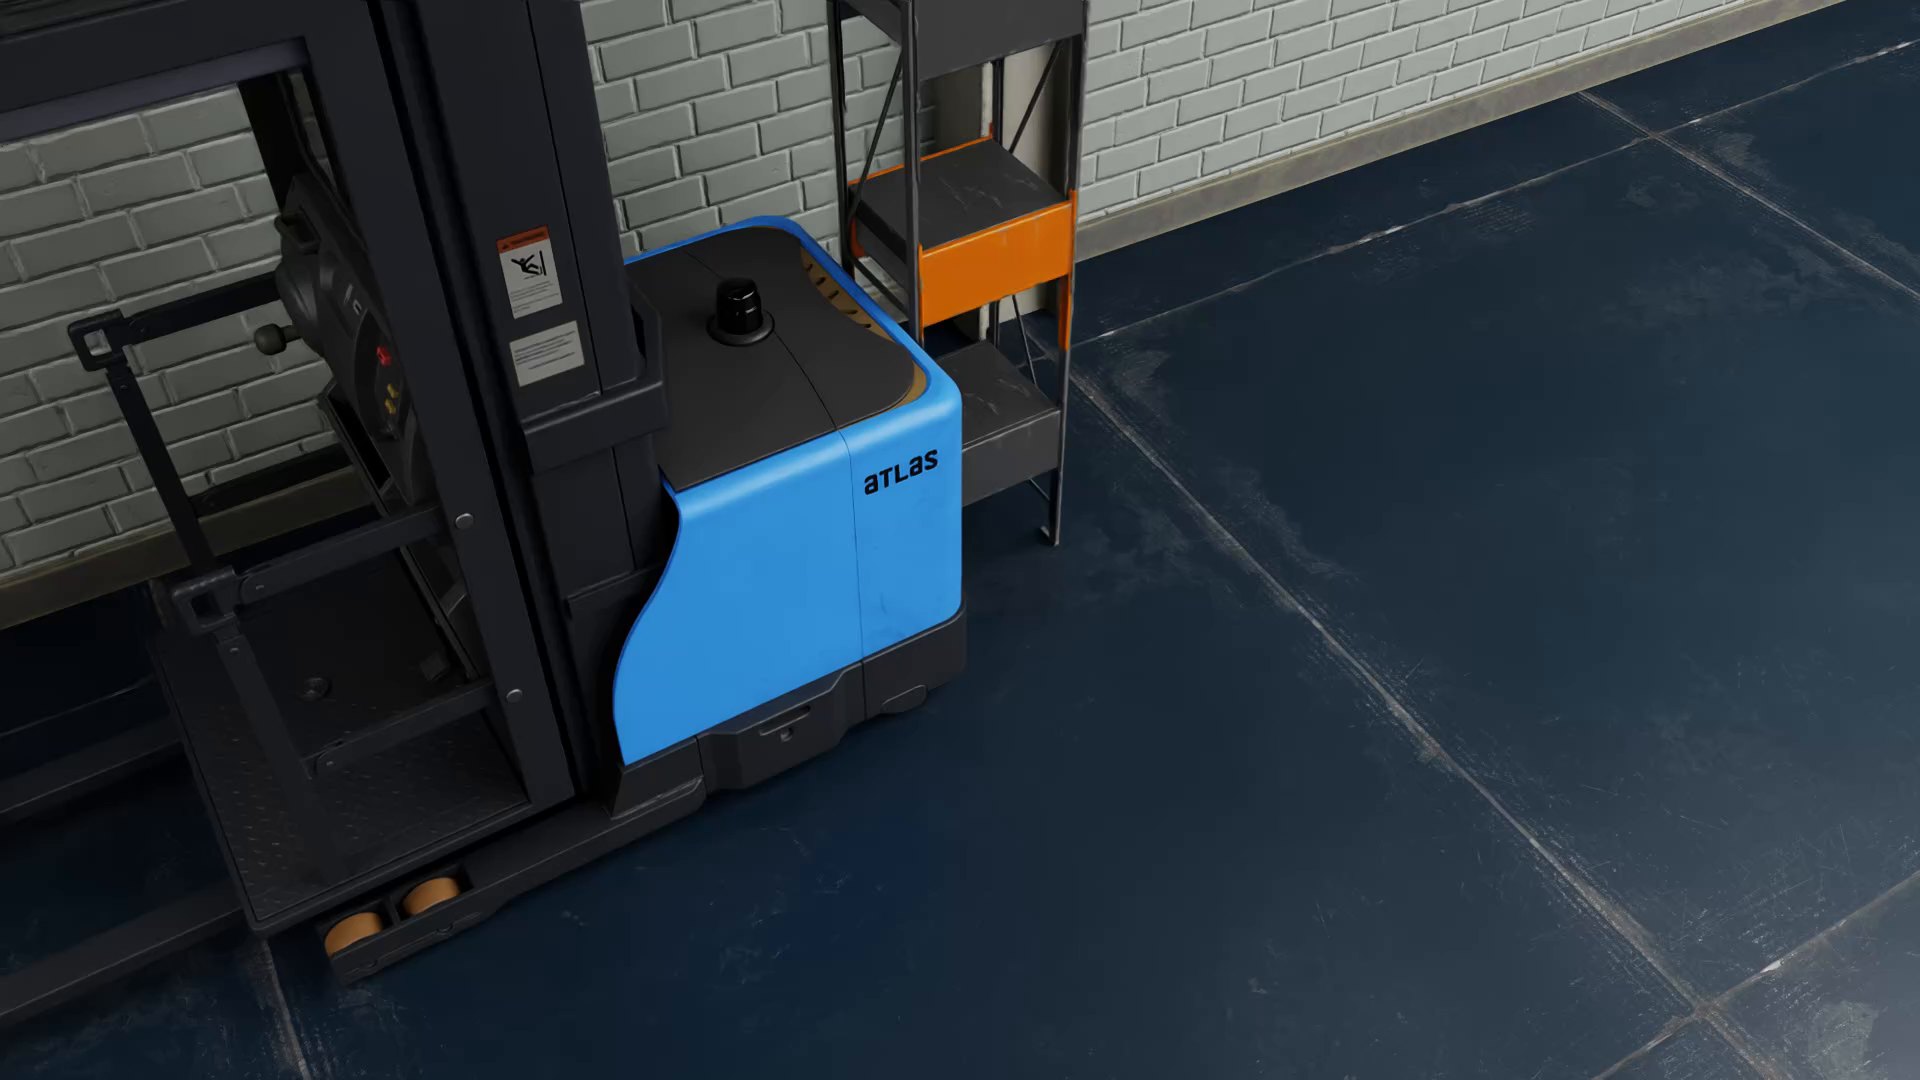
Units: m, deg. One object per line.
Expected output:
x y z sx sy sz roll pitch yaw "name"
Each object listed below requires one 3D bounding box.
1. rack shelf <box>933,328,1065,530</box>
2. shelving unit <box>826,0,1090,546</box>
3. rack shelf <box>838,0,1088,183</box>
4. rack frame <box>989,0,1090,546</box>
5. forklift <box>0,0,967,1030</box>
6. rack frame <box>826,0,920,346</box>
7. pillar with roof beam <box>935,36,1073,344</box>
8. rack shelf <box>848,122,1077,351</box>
-0.008 -0.252 5.026 0.480 0.518 0.431 -23 49 -22 "rack shelf"
-0.008 -0.764 4.529 0.503 2.100 0.431 -23 49 -22 "shelving unit"
-0.008 -1.256 4.051 0.480 0.518 0.431 -23 49 -22 "rack shelf"
0.200 -0.854 4.622 0.015 2.100 0.400 -23 49 -22 "rack frame"
-1.504 -0.390 3.548 3.031 2.935 1.130 -23 49 -22 "forklift"
-0.215 -0.674 4.437 0.015 2.100 0.400 -23 49 -22 "rack frame"
2.306 -1.479 0.312 0.400 9.000 9.100 -22 48 -21 "pillar with roof beam"
-0.008 -0.754 4.539 0.480 0.518 0.431 -23 49 -22 "rack shelf"
